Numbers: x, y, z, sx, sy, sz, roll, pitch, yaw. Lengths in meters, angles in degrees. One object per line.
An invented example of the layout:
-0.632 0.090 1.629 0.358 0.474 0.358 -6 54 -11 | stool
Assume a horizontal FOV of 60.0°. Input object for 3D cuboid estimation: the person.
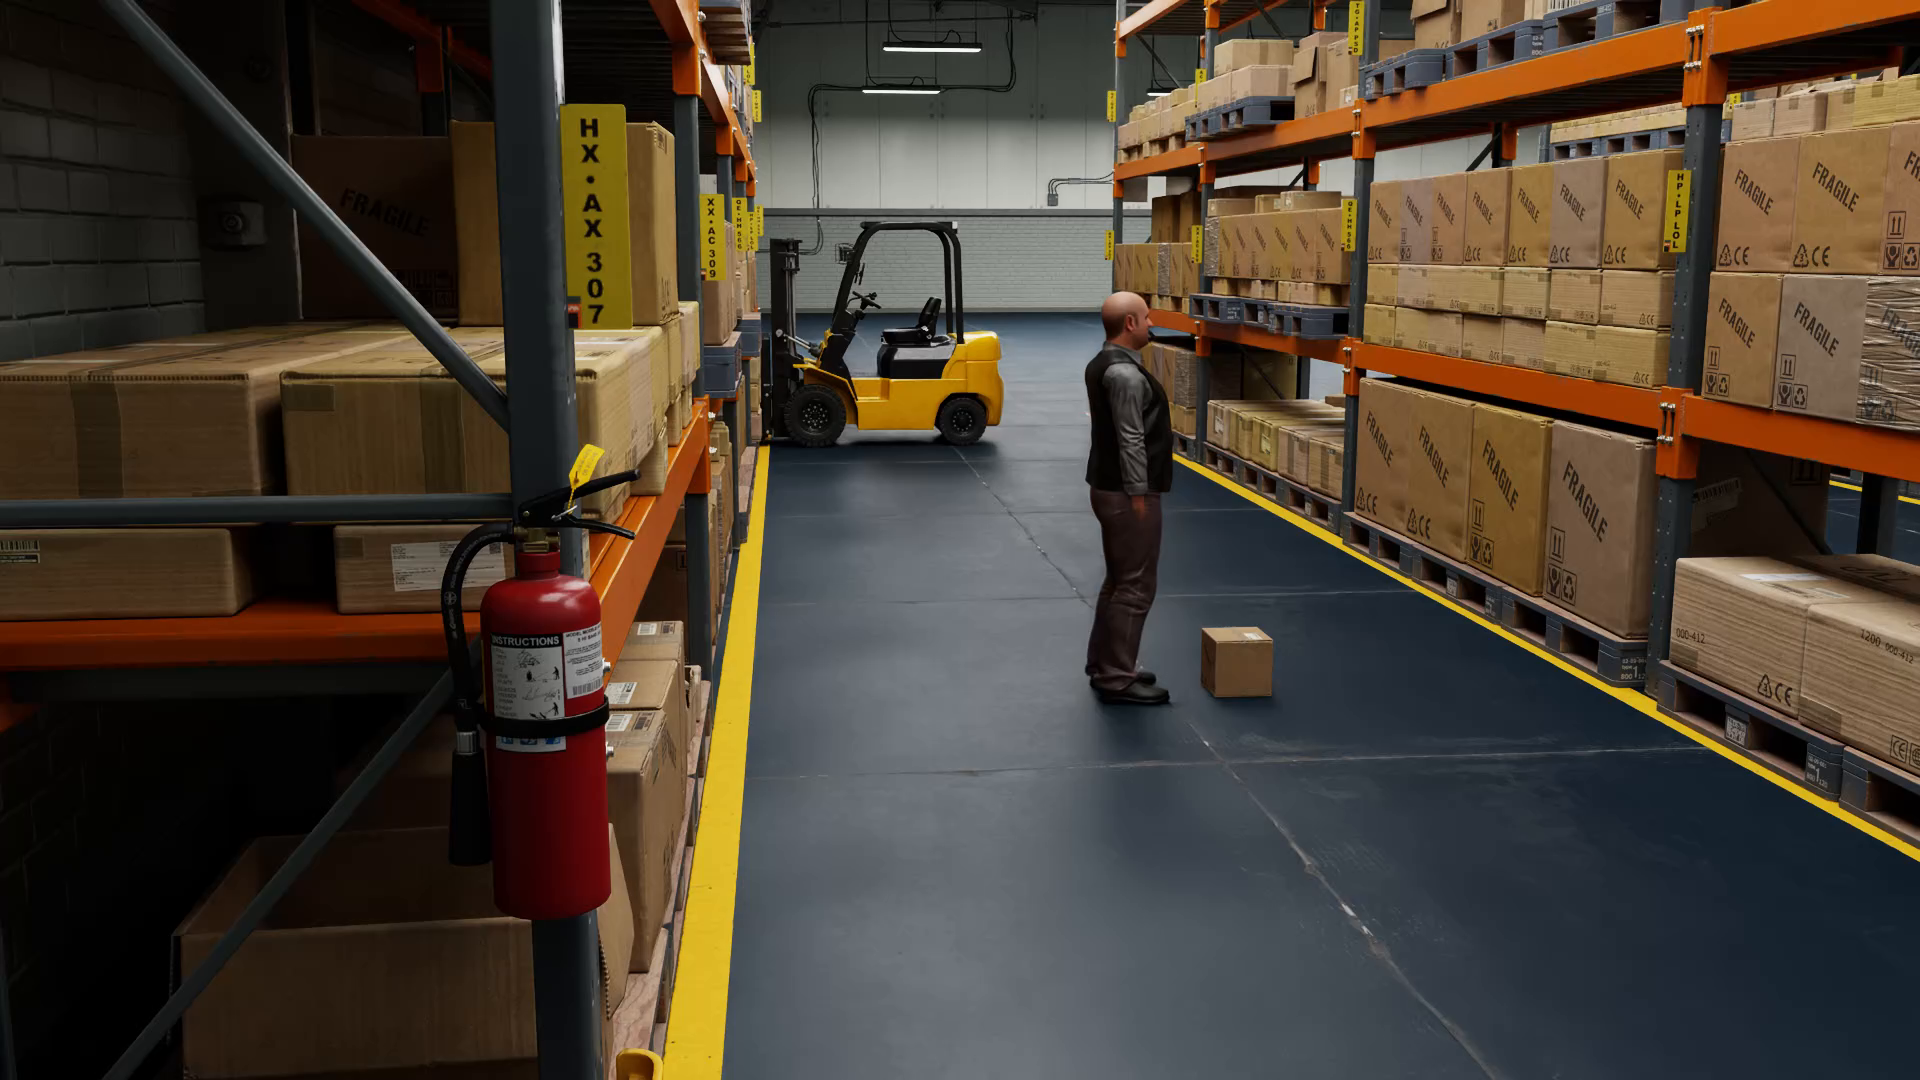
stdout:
0.715 -0.186 7.056 0.359 1.719 0.531 -1 10 -5 | person
